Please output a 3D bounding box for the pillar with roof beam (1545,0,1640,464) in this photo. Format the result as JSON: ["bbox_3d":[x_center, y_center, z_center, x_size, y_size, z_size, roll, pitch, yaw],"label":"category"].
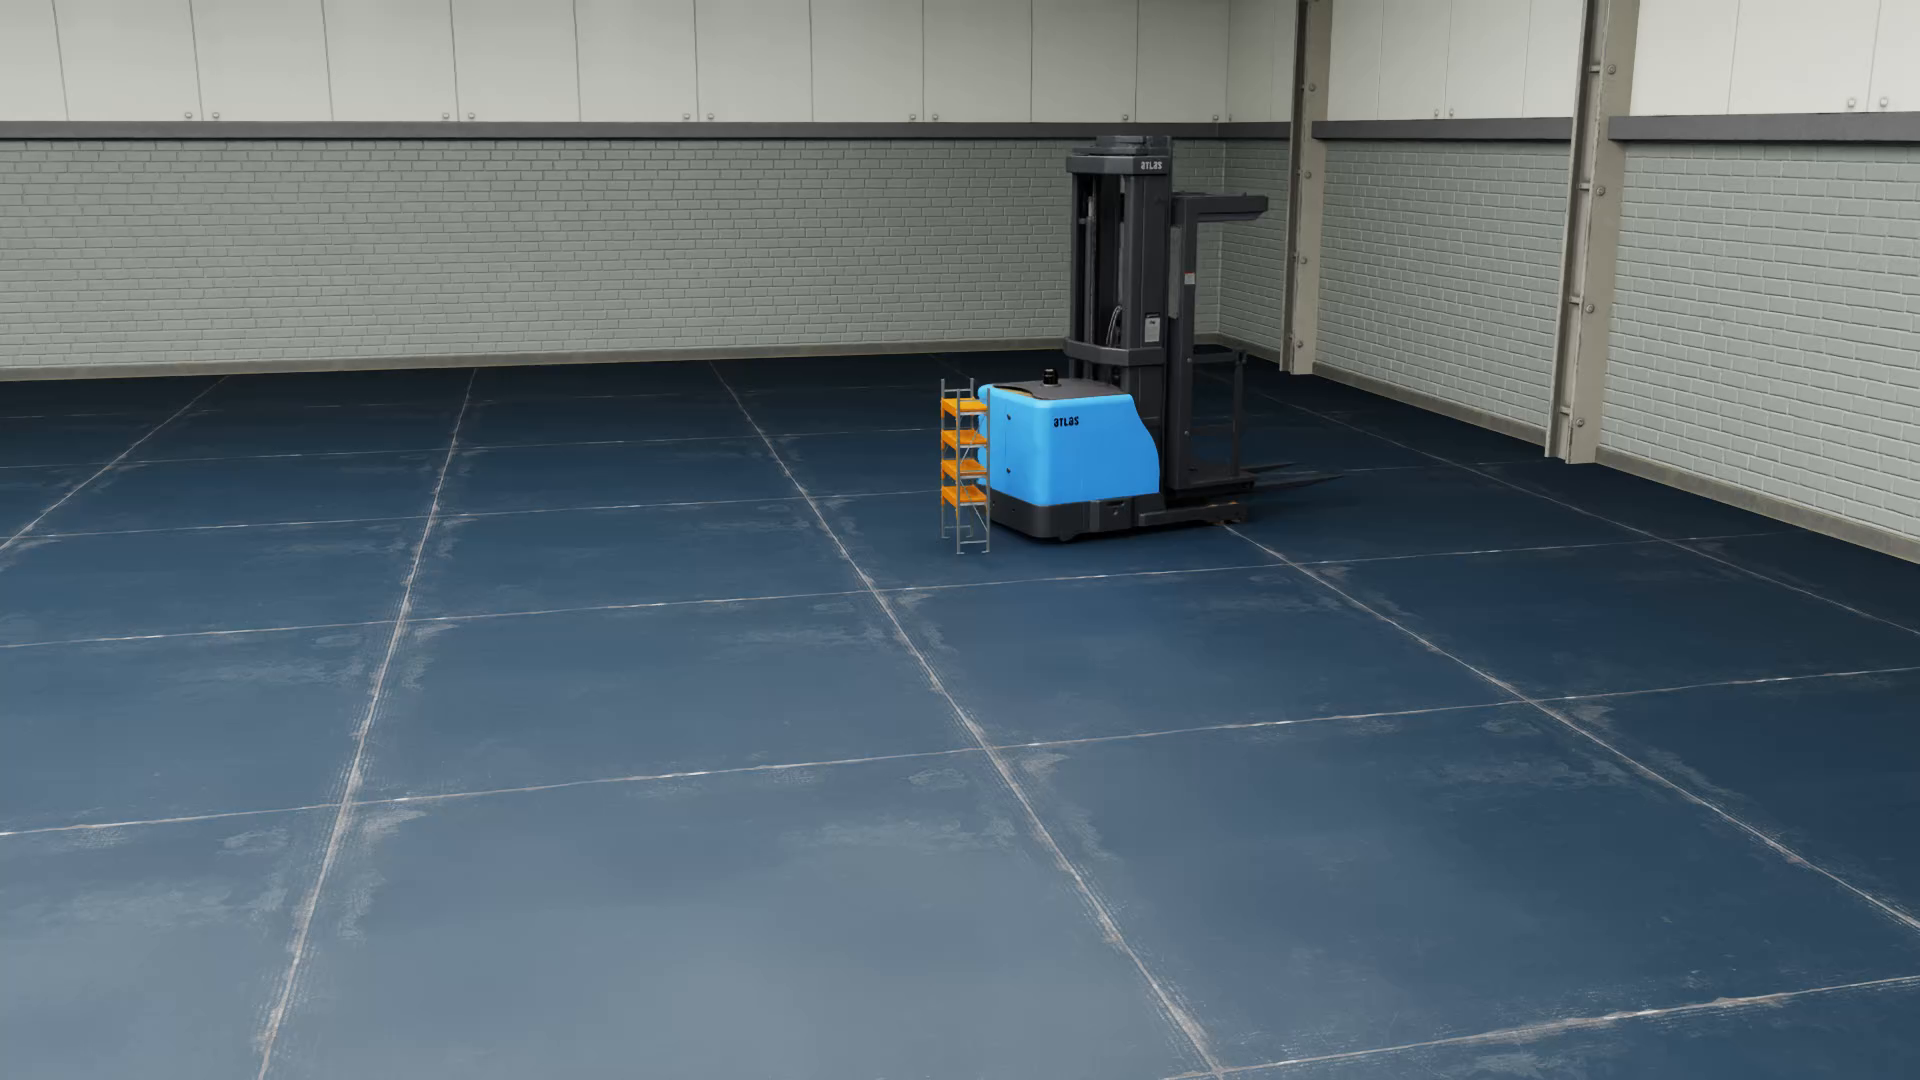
[{"bbox_3d":[1.515,-4.886,13.466,9.100,9.000,0.400,-3,14,-13],"label":"pillar with roof beam"}]

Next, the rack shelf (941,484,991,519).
[{"bbox_3d":[0.039,-0.286,12.191,0.258,0.148,0.480,-3,14,-13],"label":"rack shelf"}]

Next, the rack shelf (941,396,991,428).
[{"bbox_3d":[0.039,-0.926,12.035,0.258,0.148,0.480,-3,14,-13],"label":"rack shelf"}]

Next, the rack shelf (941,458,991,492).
[{"bbox_3d":[0.039,-0.479,12.144,0.258,0.148,0.480,-3,14,-13],"label":"rack shelf"}]

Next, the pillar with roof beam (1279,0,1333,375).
[{"bbox_3d":[0.106,-6.270,19.132,9.100,9.000,0.400,-3,14,-13],"label":"pillar with roof beam"}]

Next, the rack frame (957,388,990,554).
[{"bbox_3d":[0.096,-0.488,11.898,0.240,1.200,0.015,-3,14,-13],"label":"rack frame"}]

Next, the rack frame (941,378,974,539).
[{"bbox_3d":[-0.018,-0.601,12.359,0.240,1.200,0.015,-3,14,-13],"label":"rack frame"}]

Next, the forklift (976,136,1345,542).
[{"bbox_3d":[1.669,-1.638,12.955,3.031,2.935,1.130,-7,15,-27],"label":"forklift"}]

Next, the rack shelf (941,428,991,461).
[{"bbox_3d":[0.039,-0.697,12.091,0.258,0.148,0.480,-3,14,-13],"label":"rack shelf"}]

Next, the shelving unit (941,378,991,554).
[{"bbox_3d":[0.039,-0.545,12.128,0.258,1.200,0.503,-3,14,-13],"label":"shelving unit"}]
